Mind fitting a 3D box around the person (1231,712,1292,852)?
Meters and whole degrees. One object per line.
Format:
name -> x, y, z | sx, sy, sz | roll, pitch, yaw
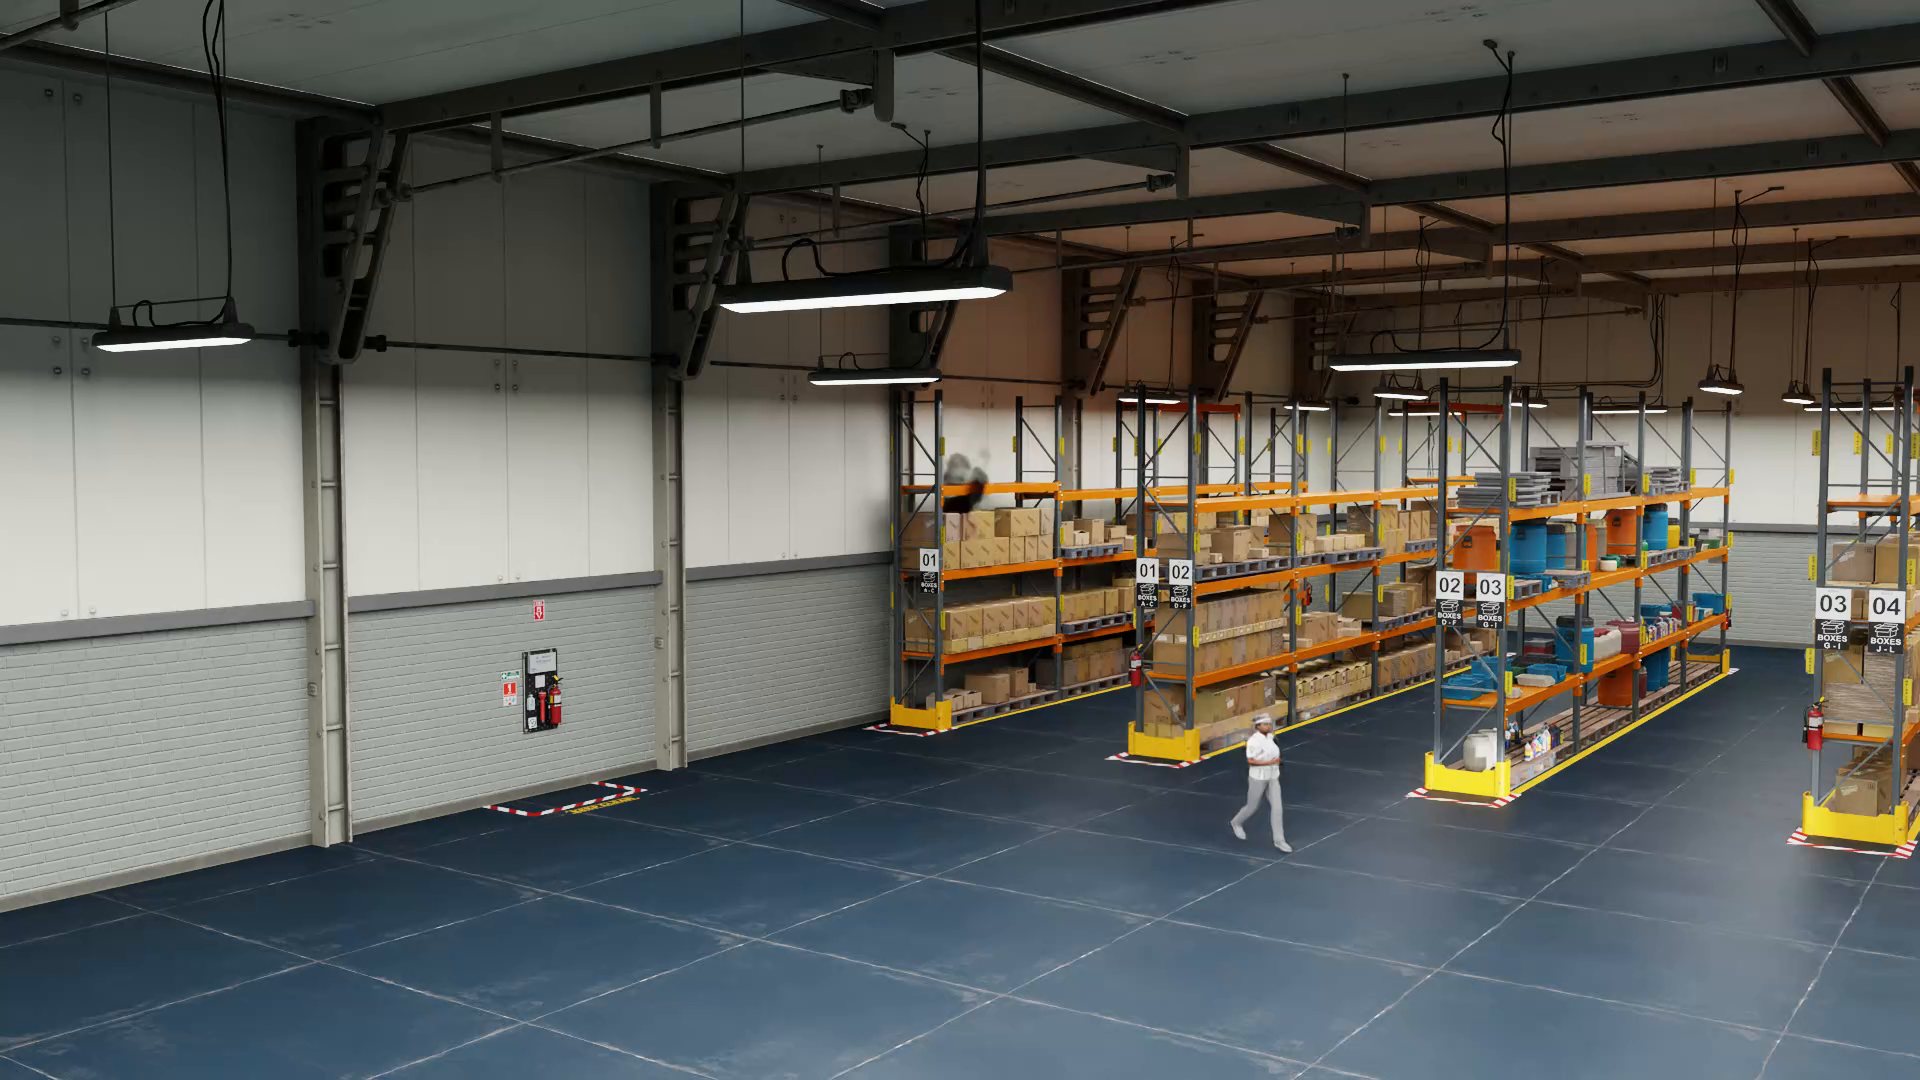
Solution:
person -> 3.771, 2.970, 20.686 | 0.577, 1.681, 0.940 | -2, 4, -32
